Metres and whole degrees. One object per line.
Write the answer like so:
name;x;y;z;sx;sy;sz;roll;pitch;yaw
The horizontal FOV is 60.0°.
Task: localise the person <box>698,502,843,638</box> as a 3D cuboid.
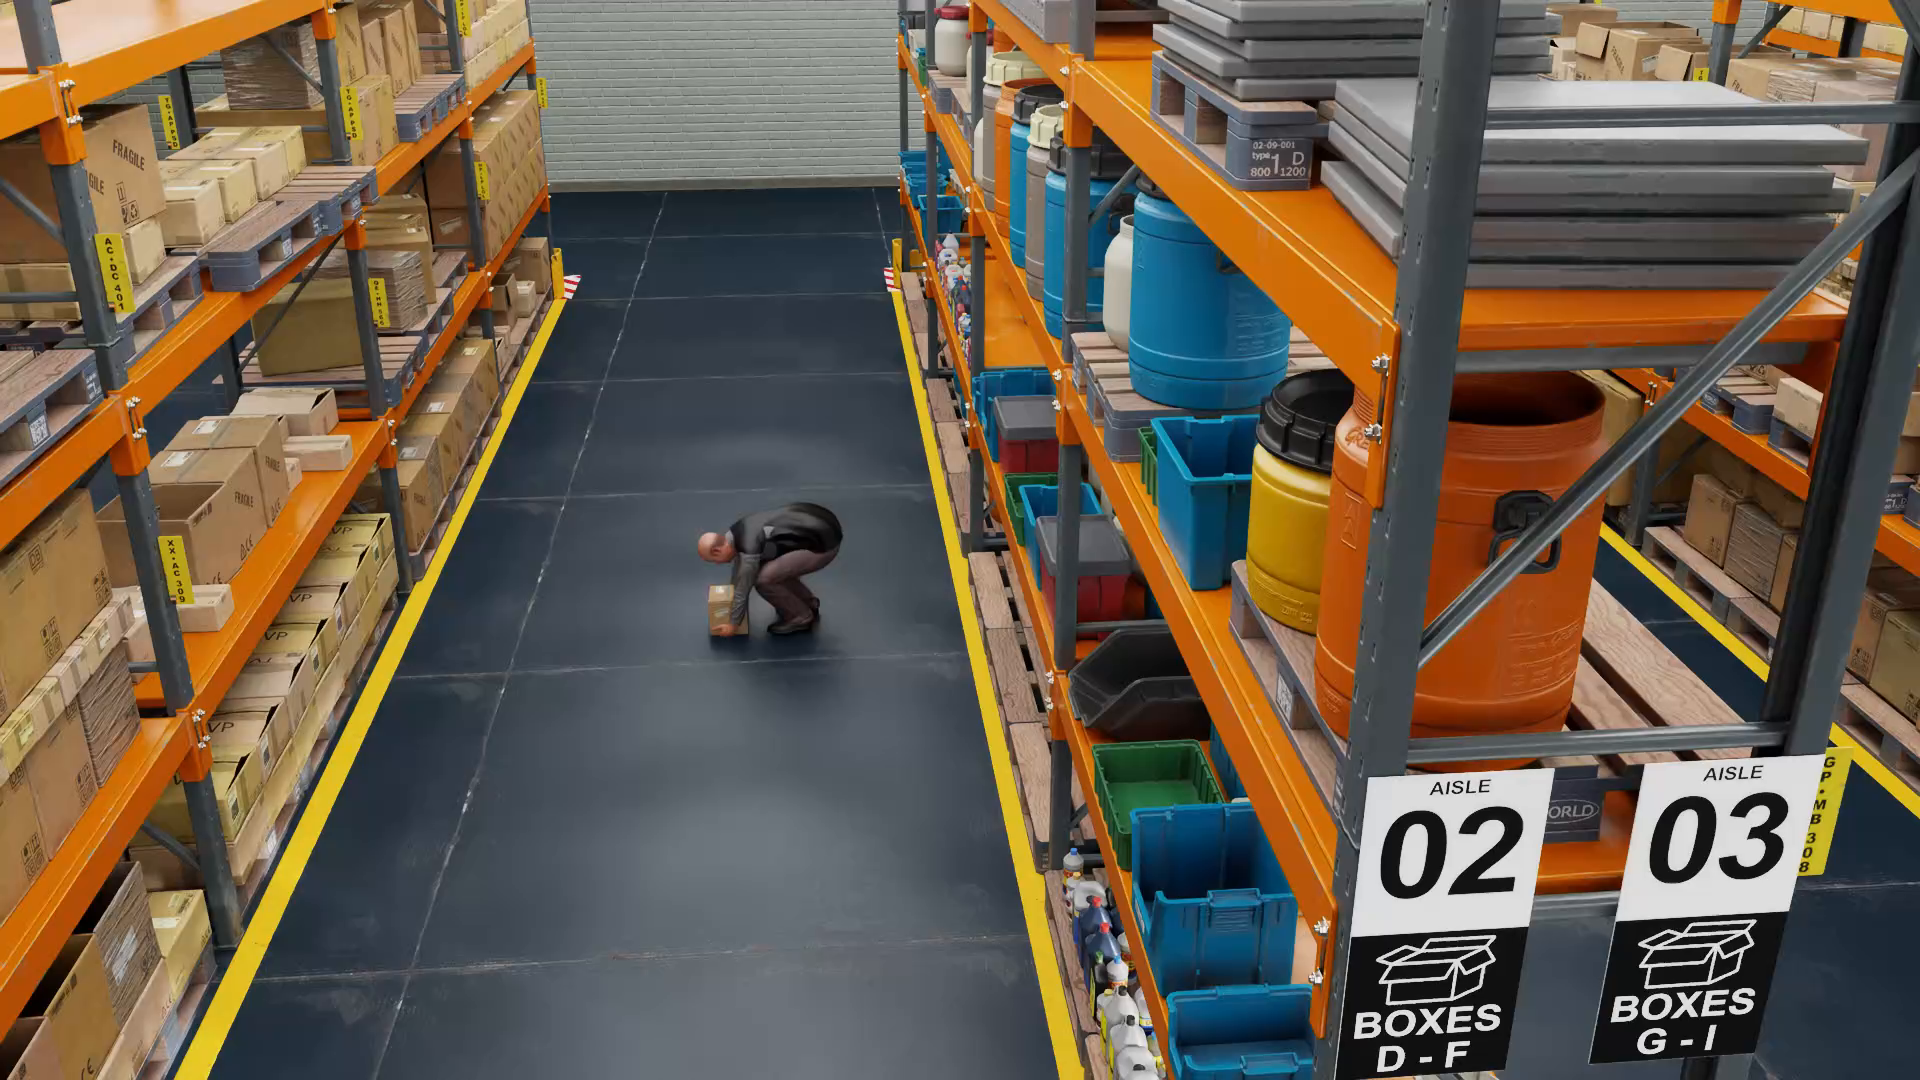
person;-1.252;0.195;11.066;0.952;0.851;0.505;-3;24;-7
